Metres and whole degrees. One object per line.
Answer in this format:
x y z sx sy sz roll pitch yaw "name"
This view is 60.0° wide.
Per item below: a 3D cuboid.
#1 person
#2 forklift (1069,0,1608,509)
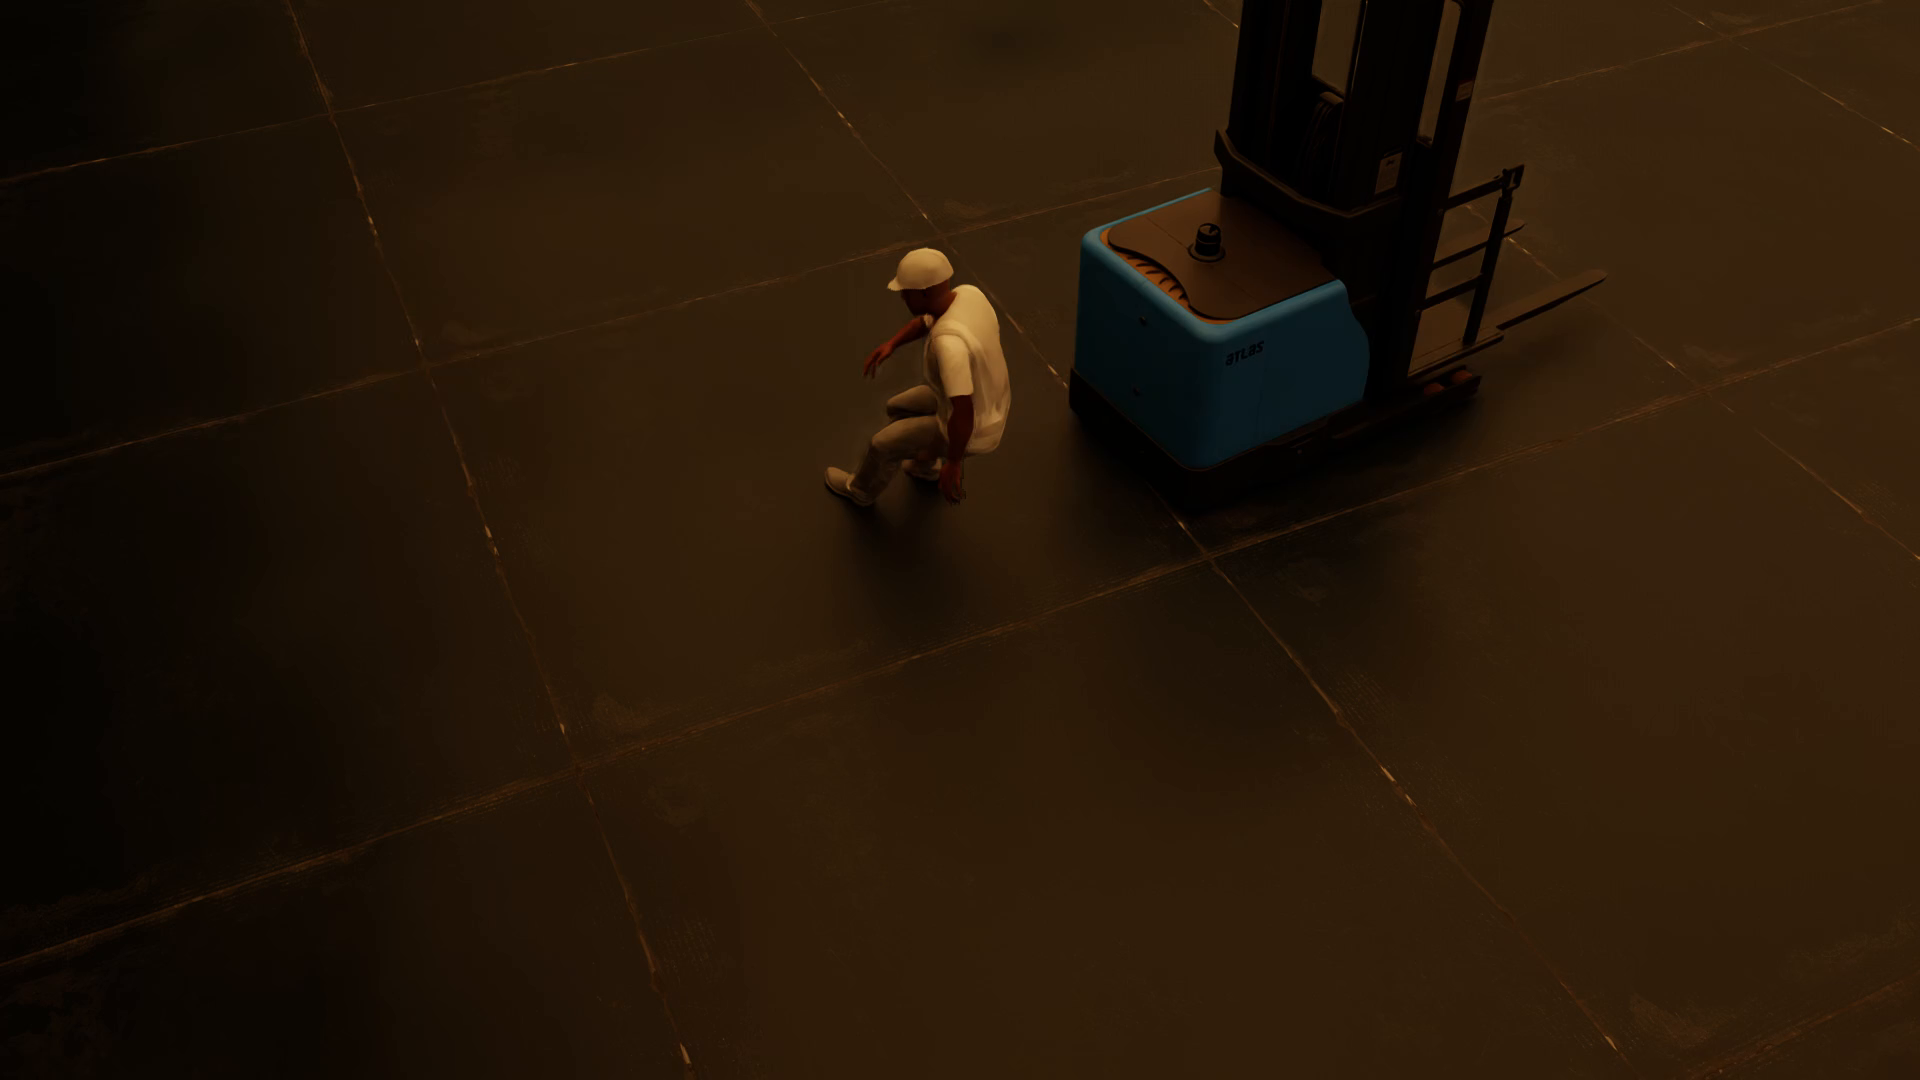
-0.250 -0.606 7.444 0.926 1.526 0.944 8 44 9 "person"
2.074 -1.992 7.815 3.031 2.935 1.130 -23 48 -23 "forklift"
